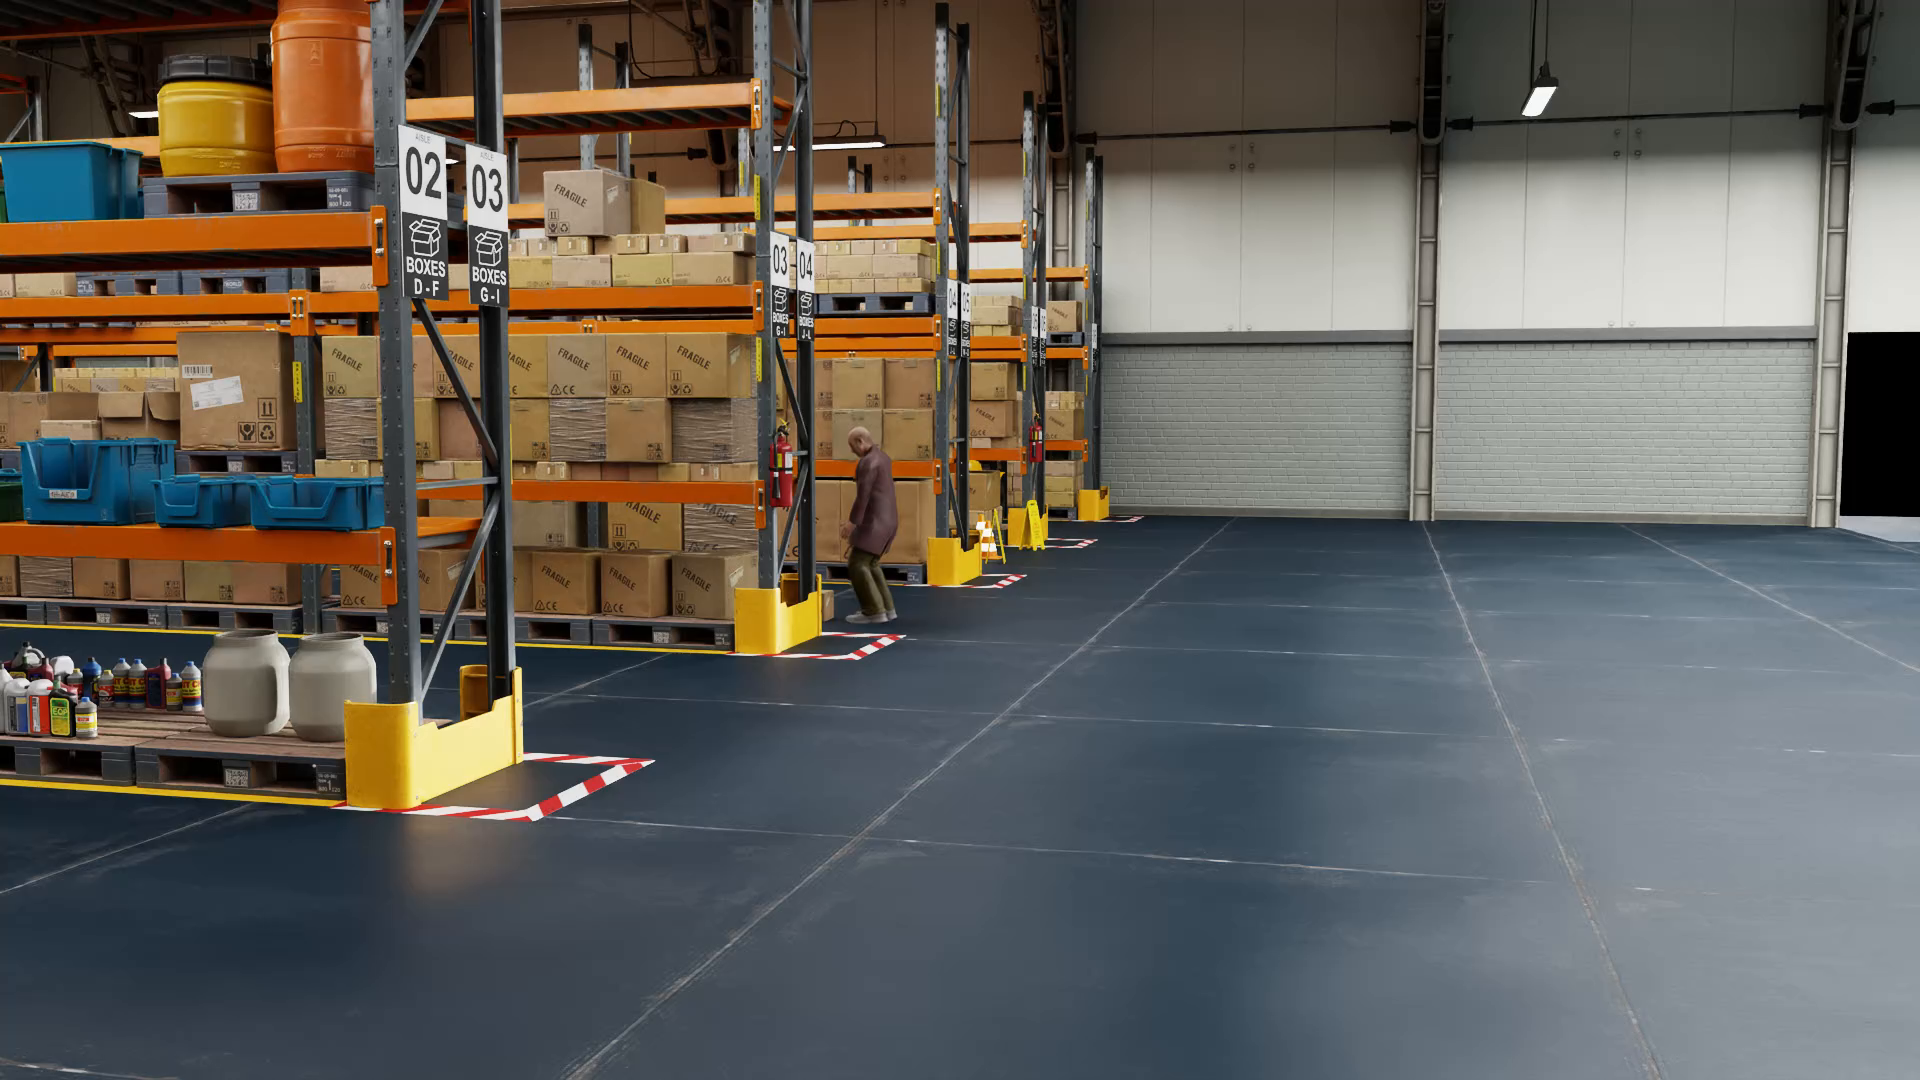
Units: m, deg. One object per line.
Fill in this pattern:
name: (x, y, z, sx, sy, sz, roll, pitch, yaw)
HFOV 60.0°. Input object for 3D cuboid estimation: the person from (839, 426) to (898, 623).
person: (-0.782, -0.133, 14.531, 0.448, 1.715, 0.595, 1, 5, 15)
